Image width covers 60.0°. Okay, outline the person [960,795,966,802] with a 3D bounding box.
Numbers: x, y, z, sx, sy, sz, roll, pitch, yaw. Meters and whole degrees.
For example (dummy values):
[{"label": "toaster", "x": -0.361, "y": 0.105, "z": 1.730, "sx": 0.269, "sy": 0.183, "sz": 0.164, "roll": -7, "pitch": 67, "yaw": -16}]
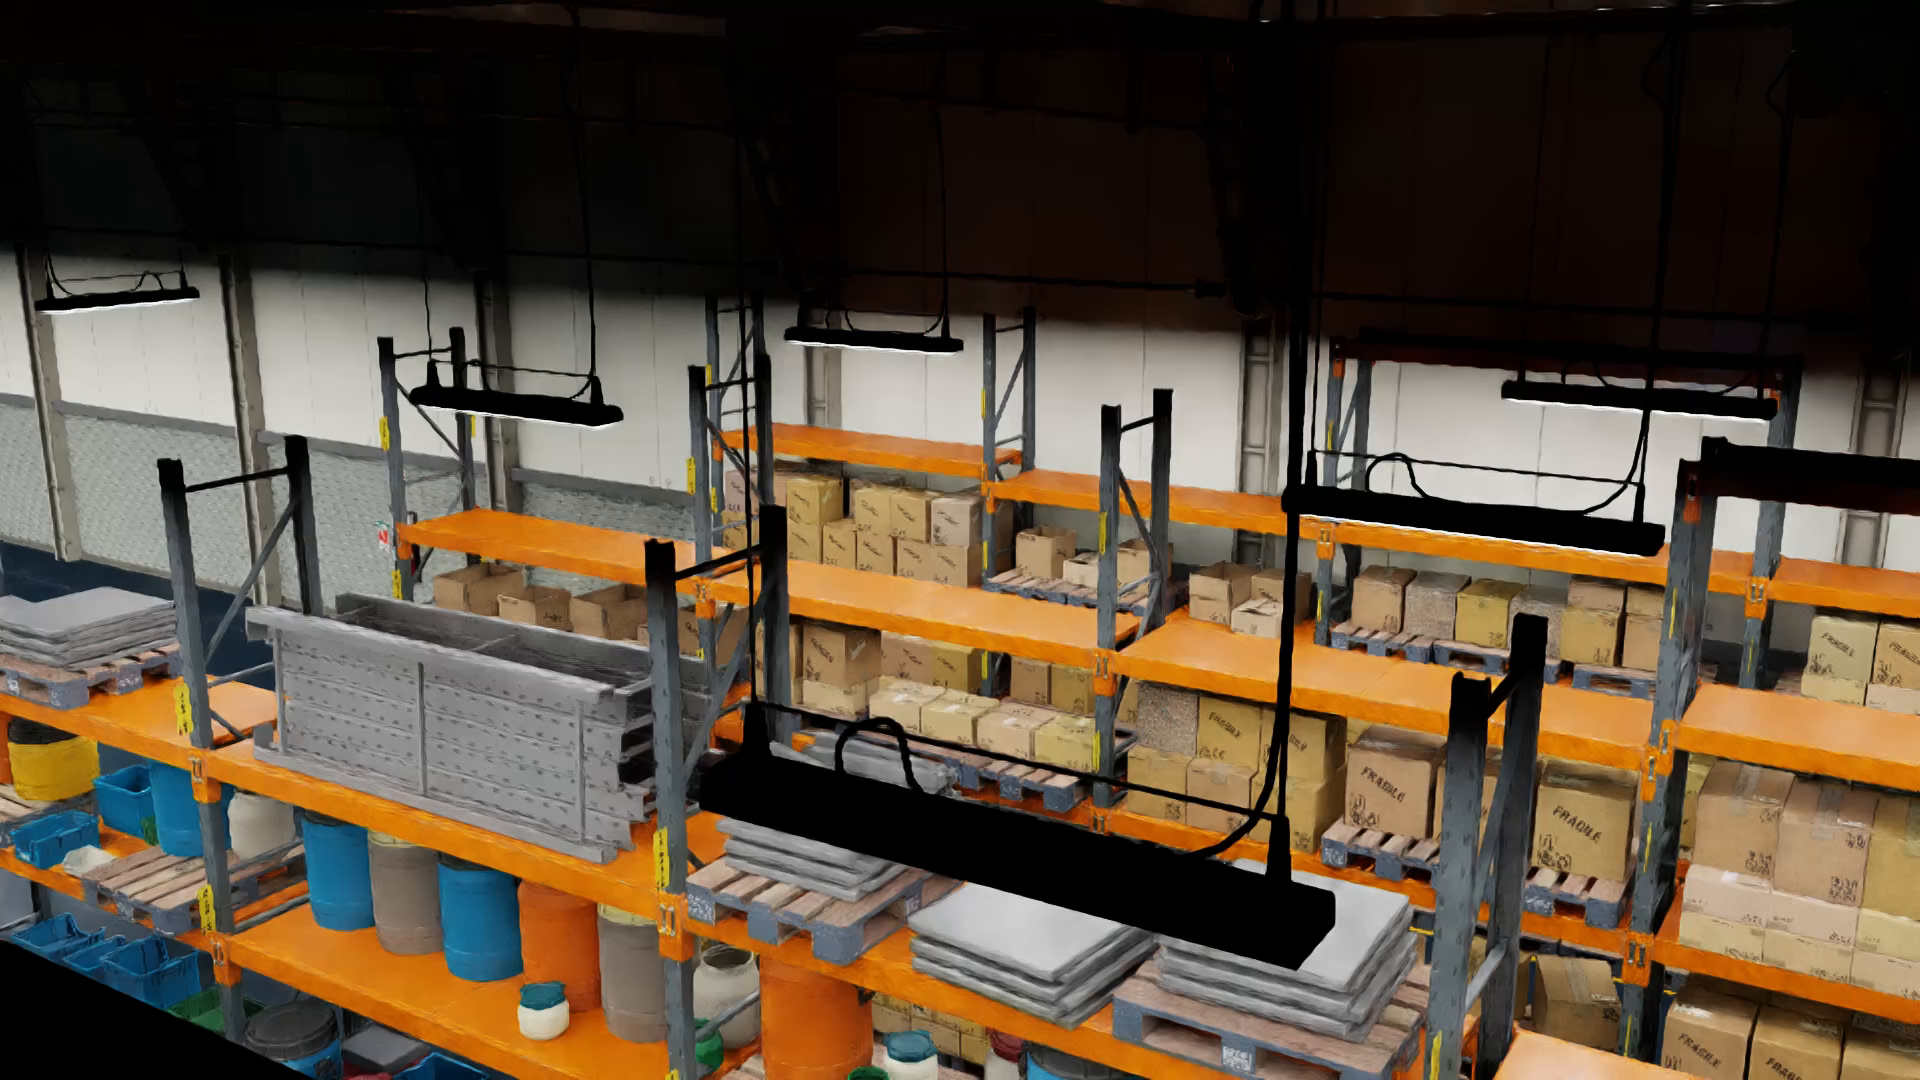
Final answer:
[{"label": "person", "x": -0.198, "y": 2.731, "z": 18.664, "sx": 0.843, "sy": 1.695, "sz": 0.706, "roll": 3, "pitch": 14, "yaw": 14}]
